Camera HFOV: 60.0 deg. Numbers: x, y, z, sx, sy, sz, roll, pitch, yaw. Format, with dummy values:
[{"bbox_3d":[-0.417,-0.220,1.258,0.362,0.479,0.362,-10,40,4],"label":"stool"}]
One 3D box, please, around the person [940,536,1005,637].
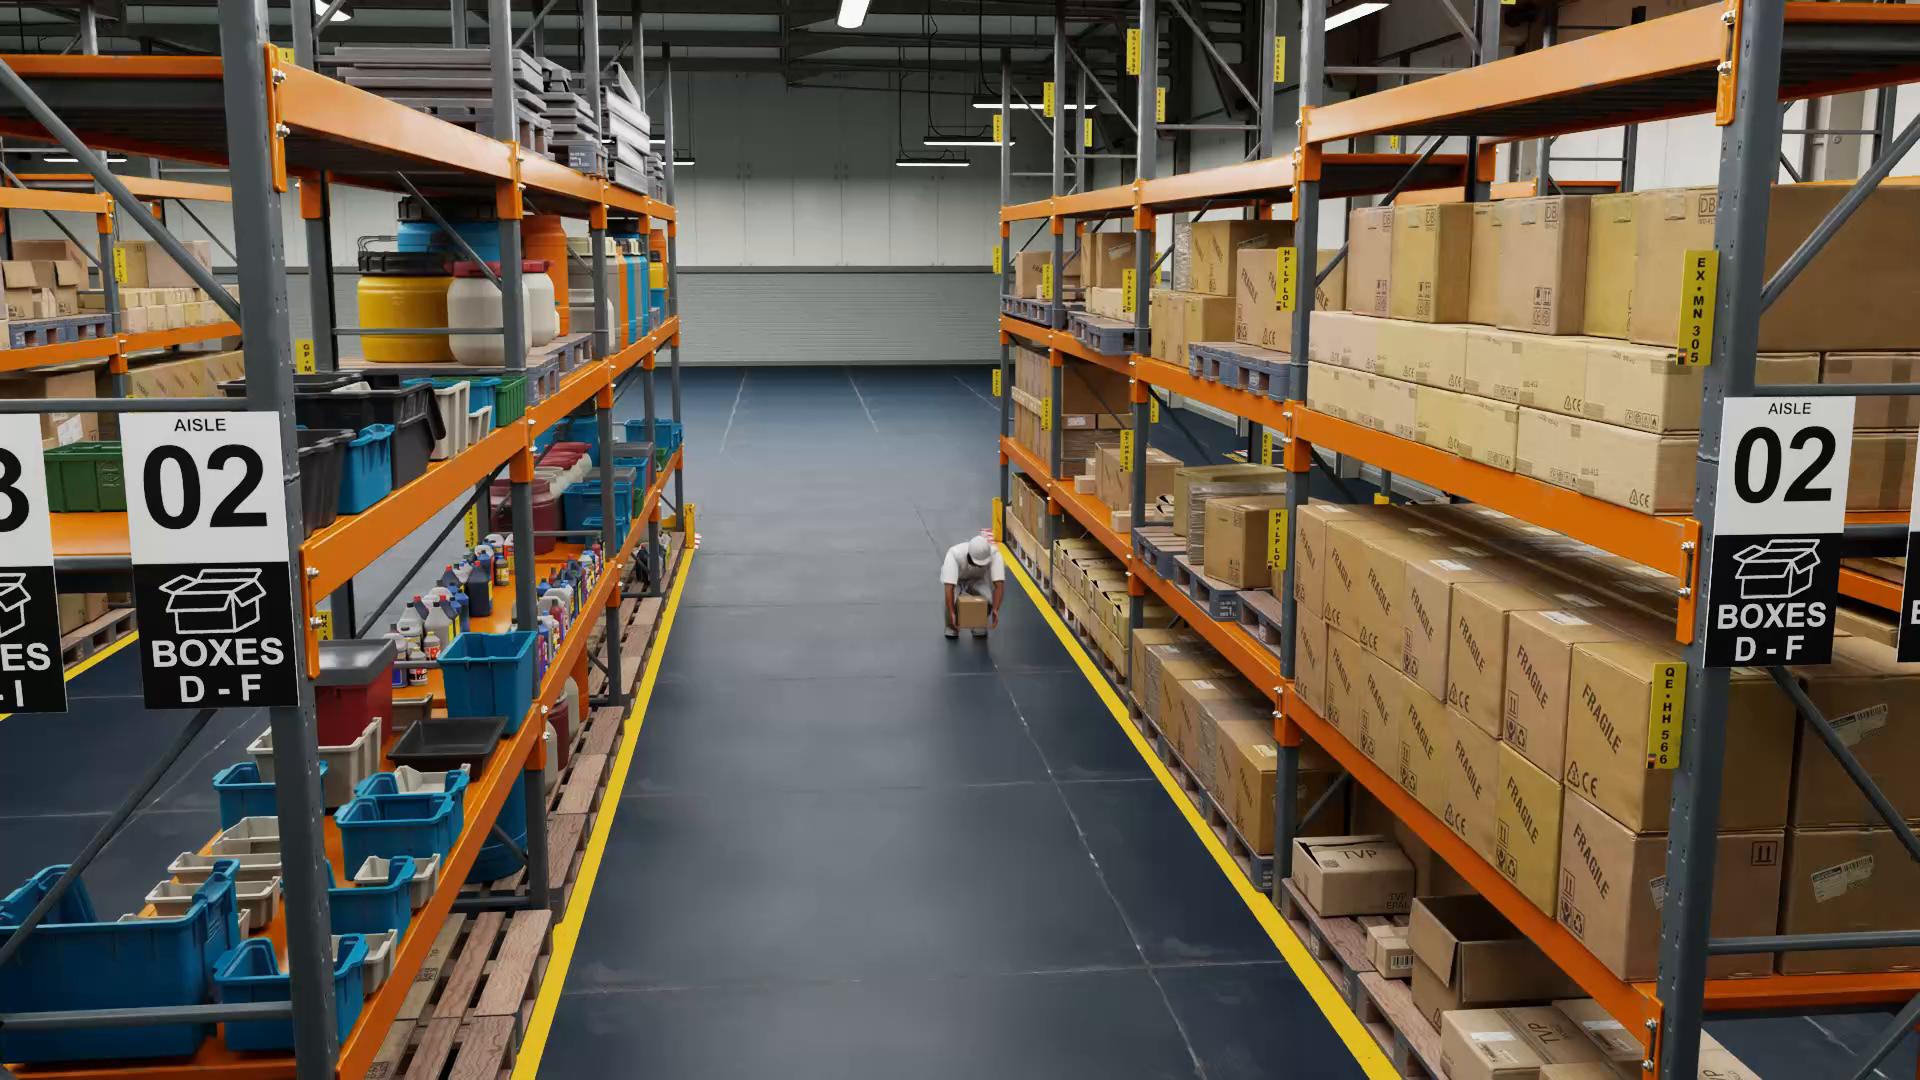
[{"bbox_3d":[0.111,0.417,15.610,0.583,1.027,0.896,-1,10,-7],"label":"person"}]
